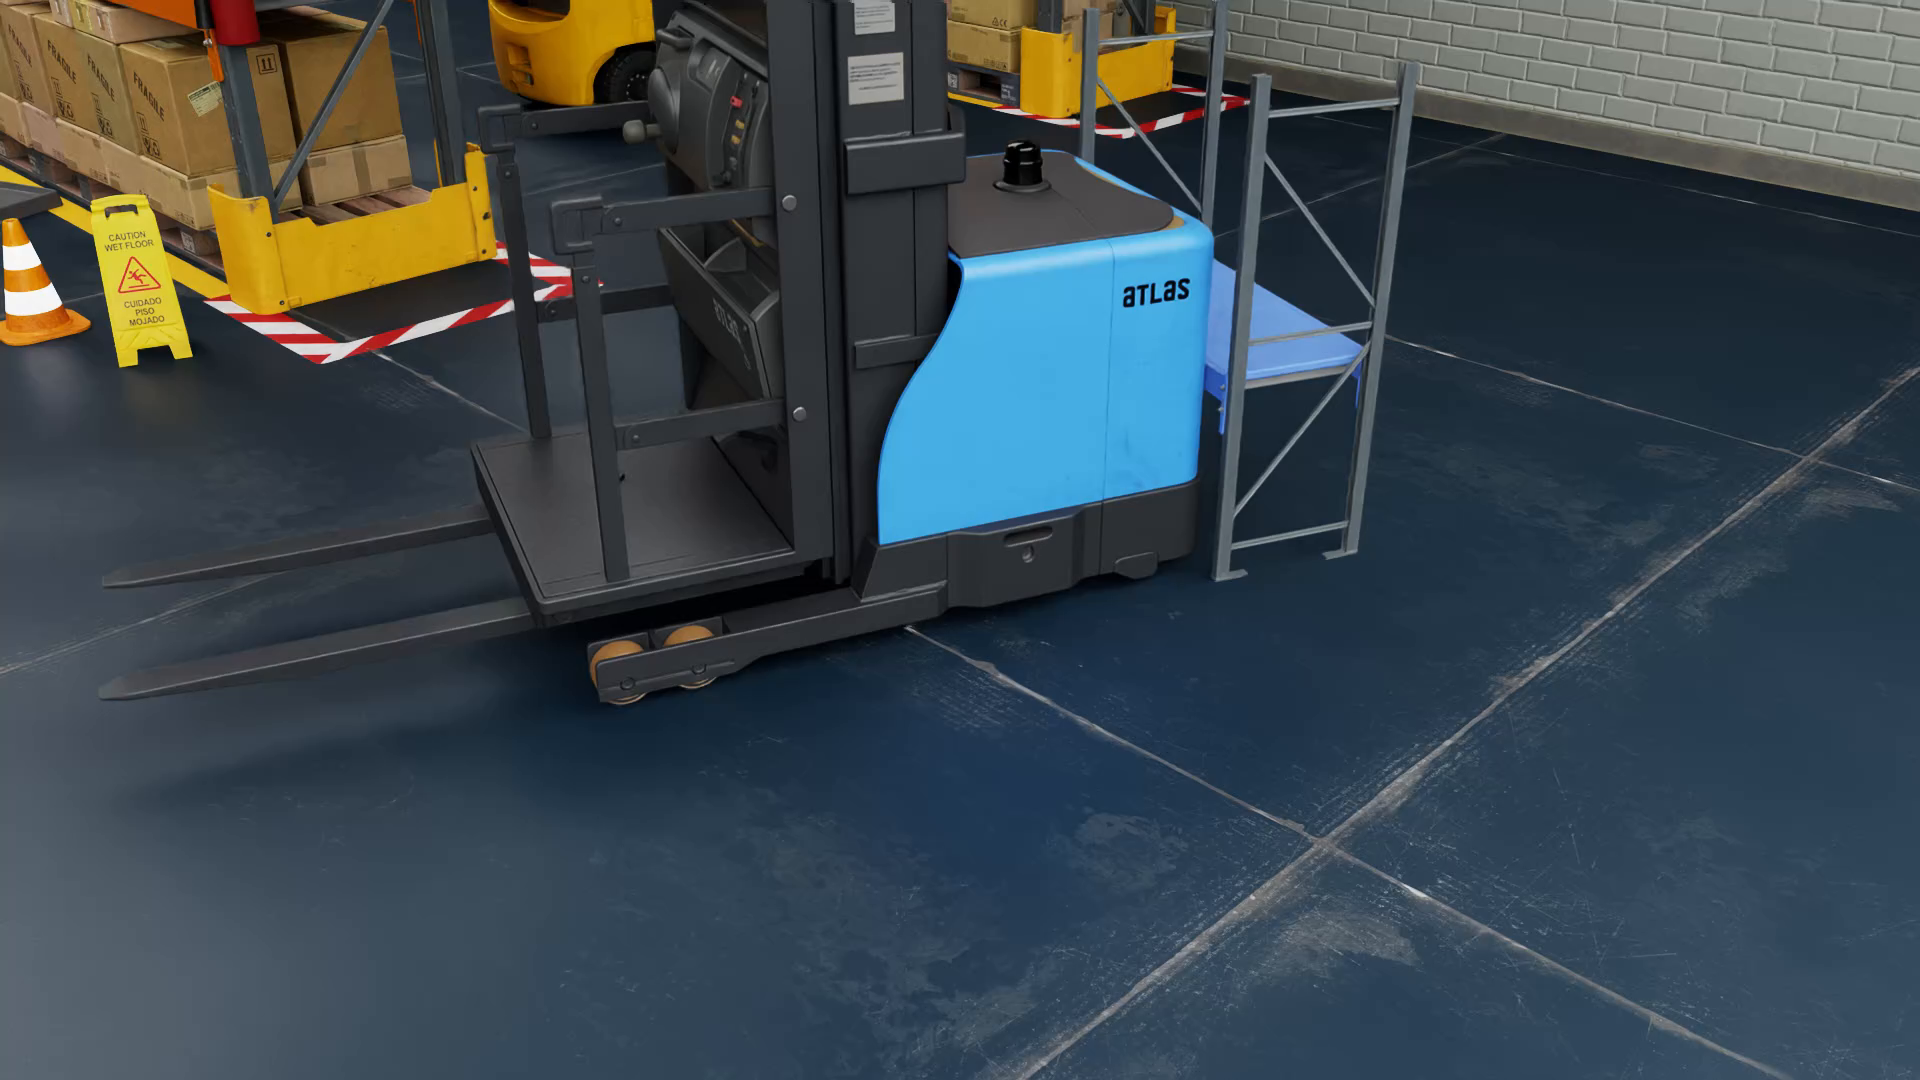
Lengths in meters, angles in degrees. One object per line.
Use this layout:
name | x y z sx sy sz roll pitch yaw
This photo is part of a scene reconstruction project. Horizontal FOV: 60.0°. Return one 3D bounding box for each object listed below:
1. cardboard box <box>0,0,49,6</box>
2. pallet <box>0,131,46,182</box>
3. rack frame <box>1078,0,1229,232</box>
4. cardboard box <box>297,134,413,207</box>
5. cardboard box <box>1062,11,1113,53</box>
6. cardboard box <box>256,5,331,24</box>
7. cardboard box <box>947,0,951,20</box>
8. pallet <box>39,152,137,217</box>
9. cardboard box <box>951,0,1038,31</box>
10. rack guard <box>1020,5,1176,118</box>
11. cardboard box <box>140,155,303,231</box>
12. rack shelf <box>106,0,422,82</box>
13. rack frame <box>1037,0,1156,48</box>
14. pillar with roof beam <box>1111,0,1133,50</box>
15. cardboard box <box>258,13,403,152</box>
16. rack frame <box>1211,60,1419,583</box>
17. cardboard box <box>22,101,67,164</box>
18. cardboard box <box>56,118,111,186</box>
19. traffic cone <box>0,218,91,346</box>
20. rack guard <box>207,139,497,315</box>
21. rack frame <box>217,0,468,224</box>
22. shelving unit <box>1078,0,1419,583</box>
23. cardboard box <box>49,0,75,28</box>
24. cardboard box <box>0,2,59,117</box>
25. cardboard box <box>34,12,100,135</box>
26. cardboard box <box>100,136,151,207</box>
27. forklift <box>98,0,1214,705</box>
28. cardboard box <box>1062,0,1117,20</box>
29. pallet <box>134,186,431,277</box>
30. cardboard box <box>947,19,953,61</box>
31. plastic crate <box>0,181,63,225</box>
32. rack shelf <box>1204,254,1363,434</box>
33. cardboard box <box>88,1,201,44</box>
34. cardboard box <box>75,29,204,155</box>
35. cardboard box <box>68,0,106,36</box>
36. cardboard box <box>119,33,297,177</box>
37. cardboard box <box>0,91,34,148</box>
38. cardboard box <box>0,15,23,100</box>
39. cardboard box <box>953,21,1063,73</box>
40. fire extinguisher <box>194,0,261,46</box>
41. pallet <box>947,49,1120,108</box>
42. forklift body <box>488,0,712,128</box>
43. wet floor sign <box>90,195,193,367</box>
cardboard box | -4.629 -2.792 8.338 0.380 0.149 0.250 -23 35 -36
pallet | -4.966 -2.360 9.511 1.213 0.211 1.003 25 36 38
rack frame | 0.620 -1.025 5.588 0.500 1.500 0.032 -11 30 -19
cardboard box | -2.999 -1.820 7.991 0.500 0.250 0.500 24 36 38
cardboard box | 0.647 -3.339 10.879 0.500 0.250 0.500 25 37 39
cardboard box | -3.392 -2.329 8.153 0.500 0.500 0.500 23 35 37
cardboard box | -0.056 -3.557 10.758 0.500 0.250 0.500 24 36 38
pallet | -4.092 -1.961 8.754 1.213 0.211 1.003 25 36 38
cardboard box | 0.294 -3.390 10.440 0.500 0.250 0.500 24 36 38
rack guard | 0.877 -3.030 10.476 0.348 0.500 1.175 25 36 38
cardboard box | -3.399 -1.647 7.663 0.500 0.250 0.500 24 36 38
rack shelf | -4.043 -2.830 8.182 4.000 0.370 1.077 25 36 38
rack frame | 0.860 -4.145 9.909 0.127 3.000 1.000 25 36 38
pillar with roof beam | -2.023 -5.897 6.797 0.400 9.000 9.100 25 36 38
cardboard box | -3.016 -2.159 7.831 0.500 0.500 0.500 23 36 37
rack frame | 0.998 -0.586 4.752 0.500 1.500 0.032 -11 30 -19
cardboard box | -4.469 -2.145 8.610 0.500 0.250 0.500 24 36 38
cardboard box | -4.123 -1.980 8.296 0.500 0.250 0.500 23 35 37
traffic cone | -3.828 -1.085 6.817 0.334 0.463 0.336 25 36 38
rack guard | -2.671 -1.414 7.403 0.348 0.500 1.175 25 36 38
rack frame | -2.617 -2.496 6.774 0.127 3.000 1.000 25 36 38
shelving unit | 0.809 -0.805 5.170 0.538 1.500 1.048 -11 30 -19
cardboard box | -4.044 -2.526 7.831 0.380 0.149 0.250 -23 36 -37
cardboard box | -4.480 -2.479 8.440 0.500 0.500 0.500 -23 35 -37
cardboard box | -4.101 -2.308 8.114 0.500 0.500 0.500 24 36 37
cardboard box | -3.746 -1.811 7.974 0.500 0.250 0.500 25 37 39
forklift | -0.840 -1.140 4.268 3.031 2.935 1.130 -12 30 -21
cardboard box | 0.671 -3.557 10.758 0.500 0.250 0.500 -25 36 -38
pallet | -3.226 -1.563 7.997 1.213 0.211 1.003 25 36 38
cardboard box | -0.044 -3.327 10.858 0.500 0.250 0.500 25 36 38
plastic crate | -4.925 -1.725 8.444 0.583 0.080 0.402 12 30 22
rack shelf | 0.809 -0.646 5.254 0.538 0.185 1.000 -11 30 -19
cardboard box | -3.680 -2.356 7.509 0.380 0.149 0.250 -24 36 -38
cardboard box | -3.746 -2.141 7.796 0.500 0.500 0.500 -24 36 -37
cardboard box | -3.857 -2.439 7.667 0.380 0.149 0.250 -25 36 -38
cardboard box | -3.371 -1.972 7.474 0.500 0.500 0.500 25 37 39
cardboard box | -4.849 -2.318 8.938 0.500 0.250 0.500 -23 35 -36
cardboard box | -4.848 -2.649 8.763 0.500 0.500 0.500 -24 36 -37
cardboard box | 0.304 -3.162 10.543 0.500 0.250 0.500 25 37 39
fire extinguisher | -2.859 -2.272 6.430 0.183 0.674 0.296 25 36 38
pallet | 0.285 -3.146 11.006 1.213 0.211 1.003 25 36 38
forklift body | -1.771 -3.782 10.132 1.214 2.155 2.313 25 36 38
wet floor sign | -3.232 -1.037 6.529 0.267 0.644 0.232 -13 30 -22
